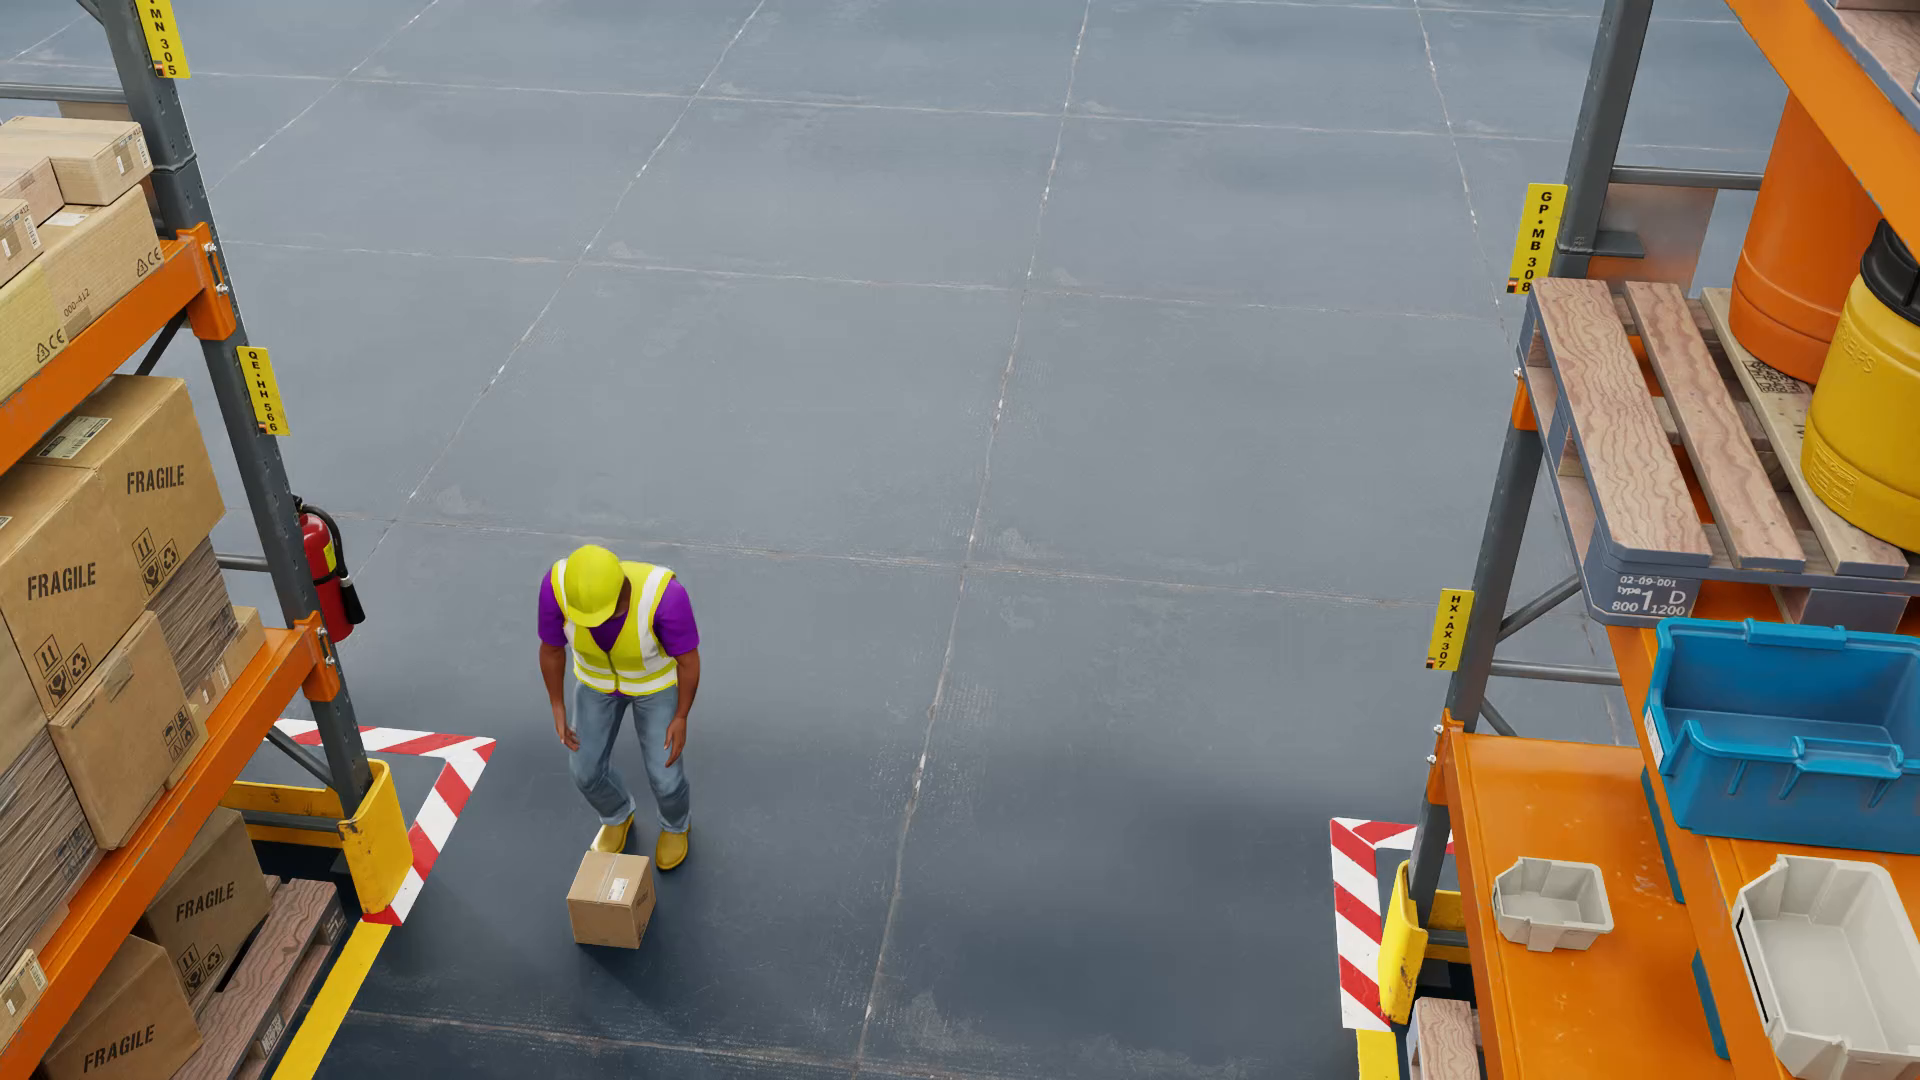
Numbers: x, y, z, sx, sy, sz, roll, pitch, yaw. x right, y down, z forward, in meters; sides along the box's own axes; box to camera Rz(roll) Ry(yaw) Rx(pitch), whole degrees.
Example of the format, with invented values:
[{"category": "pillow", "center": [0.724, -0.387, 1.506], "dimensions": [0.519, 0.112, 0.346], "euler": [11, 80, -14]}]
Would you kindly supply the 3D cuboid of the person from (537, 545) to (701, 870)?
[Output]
[{"category": "person", "center": [-1.262, 0.592, 6.336], "dimensions": [0.616, 1.613, 0.599], "euler": [5, 36, 7]}]
